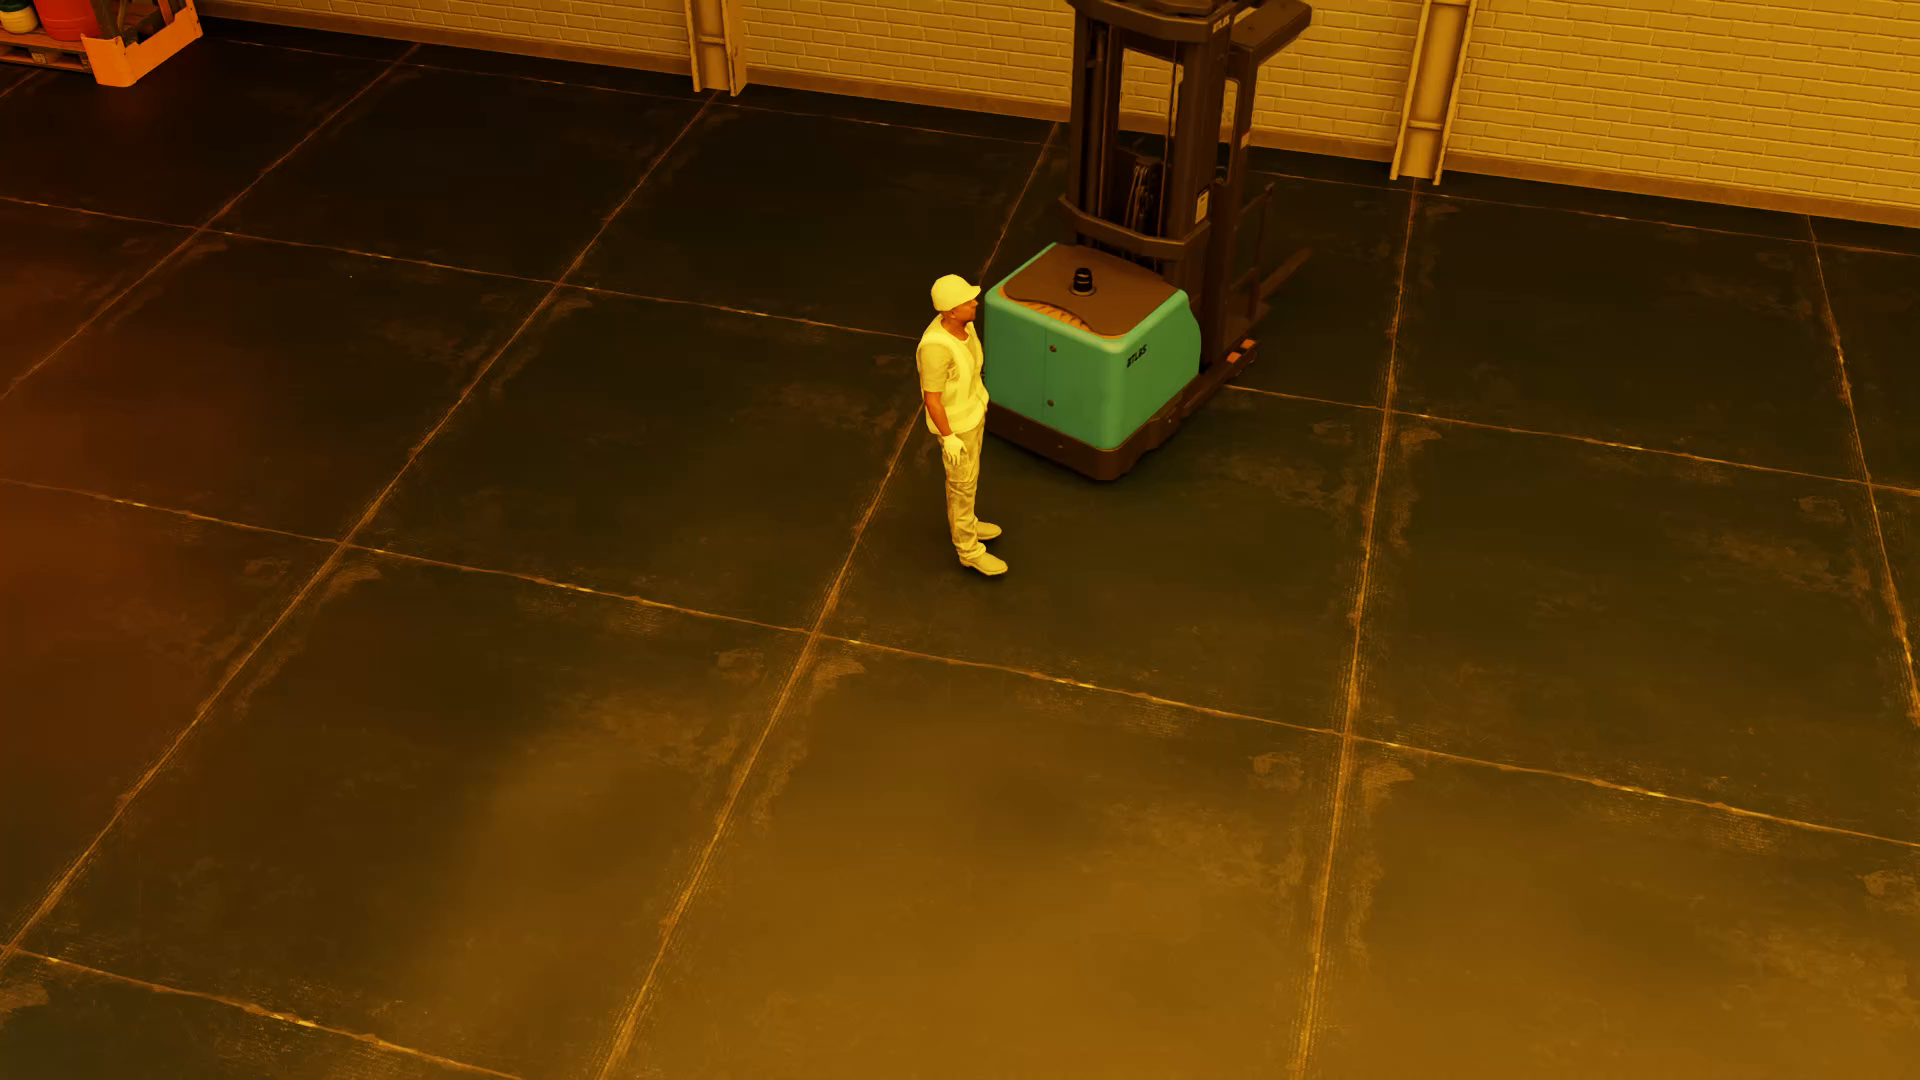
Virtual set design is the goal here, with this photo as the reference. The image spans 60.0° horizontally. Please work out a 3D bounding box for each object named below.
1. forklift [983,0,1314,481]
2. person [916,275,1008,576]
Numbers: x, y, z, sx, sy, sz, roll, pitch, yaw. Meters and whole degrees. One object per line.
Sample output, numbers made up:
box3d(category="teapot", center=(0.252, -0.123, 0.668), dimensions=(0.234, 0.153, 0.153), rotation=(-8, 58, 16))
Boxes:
box3d(category="forklift", center=(1.417, -2.394, 10.592), dimensions=(1.130, 2.935, 3.031), rotation=(26, 48, 27))
box3d(category="person", center=(0.067, -0.689, 9.446), dimensions=(0.577, 1.781, 0.656), rotation=(10, 42, 11))
